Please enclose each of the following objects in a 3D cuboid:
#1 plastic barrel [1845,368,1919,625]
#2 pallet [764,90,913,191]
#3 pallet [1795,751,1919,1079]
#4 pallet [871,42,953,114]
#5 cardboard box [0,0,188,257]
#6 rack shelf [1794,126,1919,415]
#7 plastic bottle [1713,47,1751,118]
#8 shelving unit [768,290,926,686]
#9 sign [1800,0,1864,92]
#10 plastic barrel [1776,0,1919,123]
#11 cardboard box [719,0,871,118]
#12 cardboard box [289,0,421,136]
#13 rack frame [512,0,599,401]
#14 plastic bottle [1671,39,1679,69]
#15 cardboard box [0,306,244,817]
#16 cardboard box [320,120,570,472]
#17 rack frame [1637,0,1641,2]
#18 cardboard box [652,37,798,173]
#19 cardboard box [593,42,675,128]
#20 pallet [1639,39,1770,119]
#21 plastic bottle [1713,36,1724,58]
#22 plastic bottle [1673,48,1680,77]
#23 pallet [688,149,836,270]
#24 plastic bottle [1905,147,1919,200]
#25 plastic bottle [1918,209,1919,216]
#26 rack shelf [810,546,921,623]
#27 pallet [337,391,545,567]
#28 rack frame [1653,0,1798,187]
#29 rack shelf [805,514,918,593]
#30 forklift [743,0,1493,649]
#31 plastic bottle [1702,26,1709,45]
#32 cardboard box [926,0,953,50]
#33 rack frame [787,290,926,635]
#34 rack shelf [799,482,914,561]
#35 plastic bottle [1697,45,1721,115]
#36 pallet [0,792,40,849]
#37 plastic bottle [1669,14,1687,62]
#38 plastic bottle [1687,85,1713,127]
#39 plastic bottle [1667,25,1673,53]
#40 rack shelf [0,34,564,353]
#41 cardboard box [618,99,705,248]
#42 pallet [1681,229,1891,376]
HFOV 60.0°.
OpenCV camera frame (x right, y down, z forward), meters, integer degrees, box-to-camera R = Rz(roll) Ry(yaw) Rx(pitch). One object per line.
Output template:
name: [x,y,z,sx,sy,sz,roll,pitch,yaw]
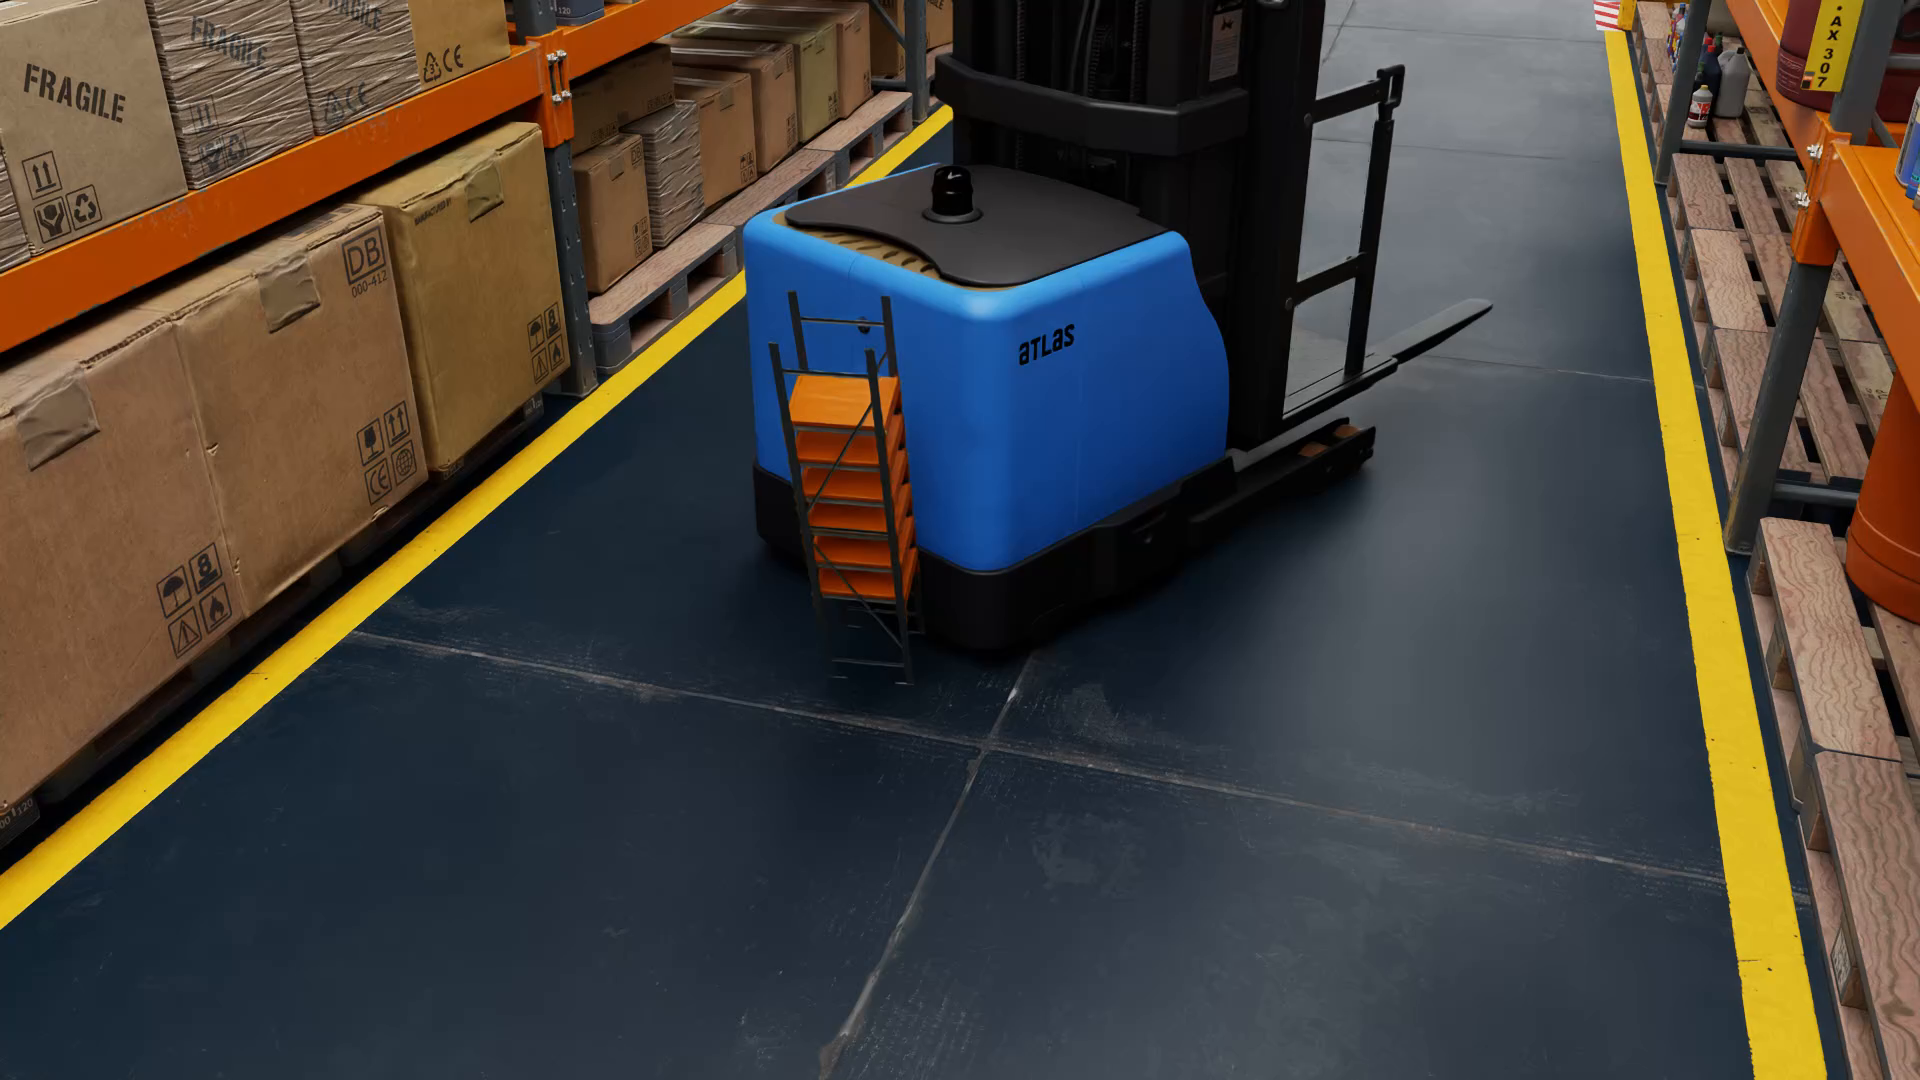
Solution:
plastic barrel: [2.747,-0.227,4.374,0.600,0.830,0.708,8,30,15]
pallet: [-0.913,-2.207,9.000,1.003,0.211,1.213,8,30,15]
pallet: [2.323,0.934,3.354,1.003,0.211,1.213,8,30,15]
pallet: [-0.523,-2.886,10.221,1.003,0.211,1.213,8,30,15]
cardboard box: [-2.220,-0.999,3.857,0.500,0.500,0.500,9,30,16]
rack shelf: [2.287,0.022,2.865,1.077,0.370,4.000,8,30,15]
plastic bottle: [4.100,-2.435,8.815,0.144,0.351,0.185,8,30,15]
shelving unit: [-0.261,-0.088,4.171,0.258,1.200,0.189,5,48,8]
sign: [2.346,-1.369,4.457,0.100,0.325,0.005,8,30,15]
plastic barrel: [2.721,-1.540,4.794,0.600,0.536,0.708,8,30,15]
cardboard box: [-0.887,-2.605,8.967,0.700,0.500,0.500,6,30,11]
cardboard box: [-1.920,-1.477,4.717,0.500,0.500,0.500,8,30,14]
rack frame: [-1.860,-1.929,5.632,1.000,3.000,0.127,8,30,15]
plastic bottle: [4.233,-2.859,9.730,0.097,0.201,0.097,0,29,0]
cardboard box: [-2.604,-0.041,3.991,1.225,0.875,0.875,7,30,13]
cardboard box: [-2.083,-0.866,5.475,1.225,0.875,0.875,7,30,13]
rack frame: [5.223,-4.940,11.044,1.000,3.000,0.127,8,30,15]
cardboard box: [-1.209,-2.126,8.105,0.700,0.500,0.500,6,30,11]
cardboard box: [-1.546,-1.920,6.963,0.500,0.250,0.500,12,31,20]
pallet: [4.642,-2.737,9.954,1.003,0.211,1.213,8,30,15]
plastic bottle: [4.219,-2.663,9.293,0.061,0.283,0.133,8,30,15]
plastic bottle: [4.173,-2.764,9.559,0.097,0.201,0.097,0,29,0]
pallet: [-1.270,-1.638,7.978,1.003,0.211,1.213,8,30,15]
plastic bottle: [2.378,-0.961,4.024,0.097,0.271,0.097,0,29,0]
plastic bottle: [2.298,-0.870,3.848,0.061,0.283,0.133,8,30,15]
rack shelf: [-0.246,0.106,4.379,0.258,0.103,0.180,5,48,8]
pallet: [-2.164,-0.355,5.670,1.003,0.211,1.213,8,30,15]
rack frame: [4.048,-3.081,7.703,1.000,3.000,0.127,8,30,15]
rack shelf: [-0.252,0.024,4.292,0.258,0.103,0.180,5,48,8]
forklift: [0.765,-1.597,5.106,1.130,2.935,3.031,26,38,38]
plastic bottle: [4.113,-2.695,9.282,0.144,0.351,0.185,8,30,15]
cardboard box: [-0.370,-3.326,10.283,0.500,0.500,0.500,19,34,30]
rack frame: [-0.246,-0.154,4.232,0.240,1.200,0.006,5,48,8]
rack shelf: [-0.258,-0.057,4.204,0.258,0.103,0.180,5,48,8]
plastic bottle: [3.962,-2.456,8.852,0.144,0.351,0.185,8,30,14]
pallet: [-2.880,0.779,3.632,1.003,0.211,1.213,8,30,15]
plastic bottle: [4.292,-2.982,9.880,0.097,0.271,0.097,0,29,0]
plastic bottle: [3.857,-2.263,8.659,0.097,0.201,0.097,0,29,0]
plastic bottle: [4.362,-3.063,10.097,0.097,0.201,0.097,0,29,0]
rack shelf: [-2.448,-0.685,4.136,1.077,0.370,4.000,8,30,15]
cardboard box: [-1.532,-1.603,7.164,0.700,0.500,0.500,6,30,11]
pallet: [3.499,-0.923,6.692,1.003,0.211,1.213,8,30,15]
